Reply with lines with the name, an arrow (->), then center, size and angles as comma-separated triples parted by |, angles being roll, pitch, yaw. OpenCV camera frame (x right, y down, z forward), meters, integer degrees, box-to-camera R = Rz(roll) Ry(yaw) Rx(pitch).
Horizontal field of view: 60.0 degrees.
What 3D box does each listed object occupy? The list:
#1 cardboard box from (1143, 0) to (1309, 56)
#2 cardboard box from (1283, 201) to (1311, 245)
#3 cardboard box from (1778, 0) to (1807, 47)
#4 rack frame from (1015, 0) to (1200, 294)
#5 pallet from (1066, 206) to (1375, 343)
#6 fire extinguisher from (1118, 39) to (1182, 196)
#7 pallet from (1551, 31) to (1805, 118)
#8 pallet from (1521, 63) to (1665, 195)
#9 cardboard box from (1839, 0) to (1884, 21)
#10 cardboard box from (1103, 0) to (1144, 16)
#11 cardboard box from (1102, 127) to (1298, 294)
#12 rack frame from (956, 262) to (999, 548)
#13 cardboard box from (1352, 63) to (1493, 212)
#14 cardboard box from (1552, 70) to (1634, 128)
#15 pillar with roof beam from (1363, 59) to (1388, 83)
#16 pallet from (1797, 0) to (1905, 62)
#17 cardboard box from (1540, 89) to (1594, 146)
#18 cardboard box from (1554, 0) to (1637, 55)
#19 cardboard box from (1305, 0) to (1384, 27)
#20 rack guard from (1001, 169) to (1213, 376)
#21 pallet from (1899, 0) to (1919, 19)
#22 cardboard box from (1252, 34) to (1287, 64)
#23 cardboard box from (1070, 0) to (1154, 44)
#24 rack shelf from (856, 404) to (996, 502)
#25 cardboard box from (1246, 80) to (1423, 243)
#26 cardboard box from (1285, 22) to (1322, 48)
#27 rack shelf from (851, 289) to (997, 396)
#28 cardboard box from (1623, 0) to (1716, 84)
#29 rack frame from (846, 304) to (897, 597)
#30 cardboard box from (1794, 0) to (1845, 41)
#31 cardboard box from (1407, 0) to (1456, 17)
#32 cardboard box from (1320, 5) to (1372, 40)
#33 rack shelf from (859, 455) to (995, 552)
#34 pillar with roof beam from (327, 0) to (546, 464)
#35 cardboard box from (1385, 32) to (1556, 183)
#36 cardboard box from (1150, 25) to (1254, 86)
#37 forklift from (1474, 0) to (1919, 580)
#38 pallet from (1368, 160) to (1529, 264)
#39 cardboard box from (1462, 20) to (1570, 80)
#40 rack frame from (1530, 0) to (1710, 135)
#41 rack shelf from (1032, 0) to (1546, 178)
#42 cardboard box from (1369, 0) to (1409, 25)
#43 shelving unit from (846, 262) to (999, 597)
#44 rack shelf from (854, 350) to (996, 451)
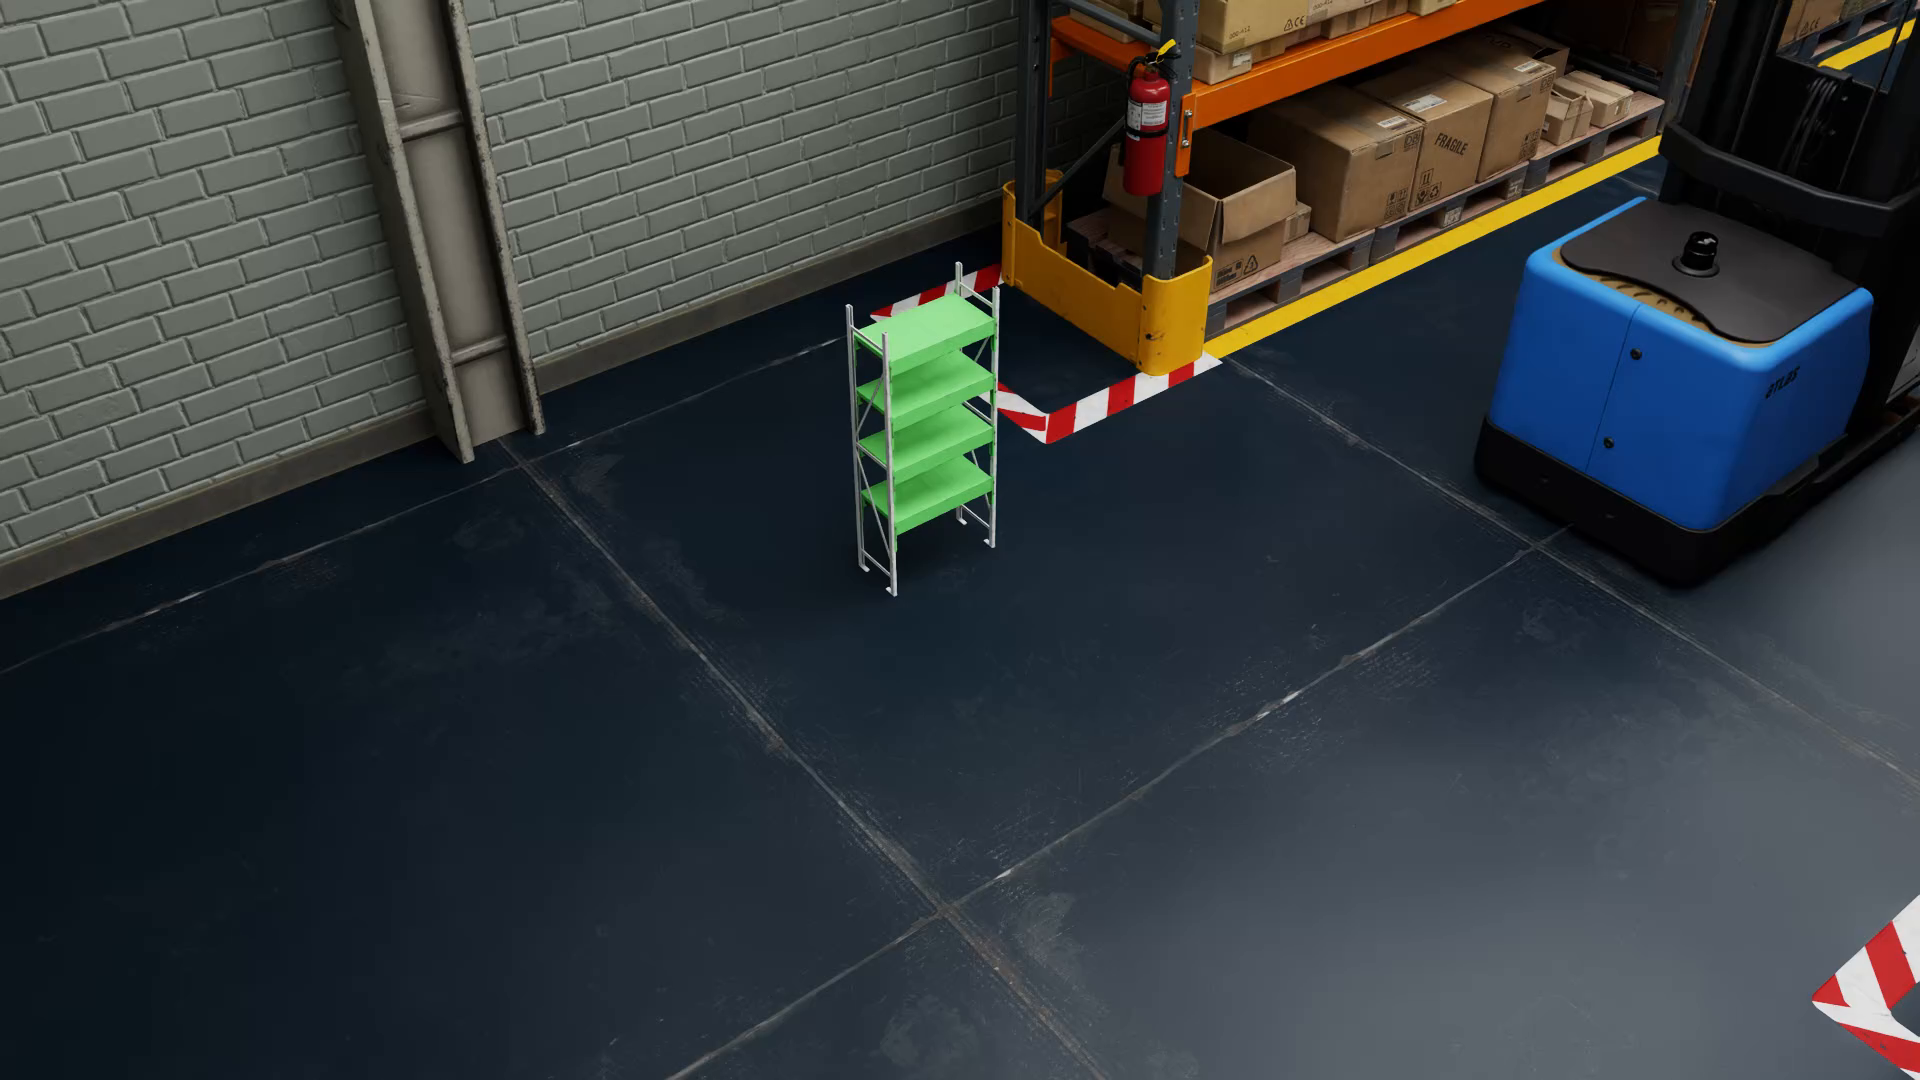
cardboard box -> 1.138, -2.326, 7.103 | 0.500, 0.250, 0.500 | -26, 46, -28
cardboard box -> 1.517, -1.622, 8.279 | 0.250, 0.149, 0.380 | -28, 47, -30
cardboard box -> 4.722, -3.255, 9.993 | 0.500, 0.500, 0.500 | -27, 46, -29
rack frame -> 0.614, -2.229, 7.102 | 0.127, 3.000, 1.000 | -26, 46, -28
pallet -> 1.305, -1.488, 8.398 | 1.213, 0.211, 1.003 | -26, 46, -28
fire extinguisher -> 0.779, -1.765, 6.892 | 0.183, 0.674, 0.296 | -26, 46, -28
pallet -> 4.407, -3.030, 10.277 | 1.213, 0.211, 1.003 | -26, 46, -28
pallet -> 3.240, -2.431, 9.548 | 1.213, 0.211, 1.003 | -26, 46, -28
cardboard box -> 5.535, -3.643, 10.466 | 0.500, 0.500, 0.500 | -28, 47, -30
cardboard box -> 0.817, -2.597, 7.434 | 0.500, 0.250, 0.500 | -25, 45, -27
cardboard box -> 1.156, -1.615, 7.990 | 0.637, 0.503, 0.797 | -28, 47, -30
rack frame -> 0.062, -0.494, 6.406 | 0.015, 1.200, 0.240 | -26, 46, -28
cardboard box -> 2.338, -2.078, 8.558 | 0.500, 0.500, 0.500 | -25, 46, -27
cardboard box -> 3.522, -2.472, 9.315 | 0.250, 0.149, 0.380 | -27, 47, -29
pillar with roof beam -> 5.307, -4.113, 4.669 | 0.400, 9.000, 9.100 | -26, 46, -28
pallet -> 5.375, -3.504, 10.855 | 1.213, 0.211, 1.003 | -26, 46, -28
cardboard box -> 3.239, -2.379, 9.109 | 0.258, 0.266, 0.396 | -24, 45, -27
cardboard box -> 3.994, -3.309, 10.058 | 0.500, 0.500, 0.500 | -26, 46, -28
cardboard box -> 1.537, -2.520, 7.341 | 0.500, 0.250, 0.500 | -25, 46, -28
rack guard -> 0.674, -1.292, 7.930 | 0.348, 0.500, 1.175 | -26, 46, -28
pallet -> 6.342, -3.973, 11.426 | 1.213, 0.211, 1.003 | -26, 46, -28
cardboard box -> 1.215, -2.242, 7.316 | 0.250, 0.149, 0.380 | -25, 45, -27
cardboard box -> 0.713, -2.395, 7.502 | 0.250, 0.149, 0.380 | -27, 46, -29
rack shelf -> -0.131, -0.350, 6.332 | 0.480, 0.148, 0.258 | -26, 46, -28
cardboard box -> 1.858, -1.924, 8.370 | 0.500, 0.500, 0.700 | -24, 45, -26
cardboard box -> 1.402, -2.361, 7.461 | 0.250, 0.149, 0.380 | -27, 46, -29
rack shelf -> -0.131, -0.722, 6.028 | 0.480, 0.148, 0.258 | -26, 46, -28
cardboard box -> 4.306, -3.044, 9.736 | 0.500, 0.500, 0.500 | -24, 45, -26
rack frame -> -0.325, -0.306, 6.176 | 0.015, 1.200, 0.240 | -26, 46, -28
cardboard box -> 5.120, -3.446, 10.225 | 0.500, 0.500, 0.500 | -27, 47, -29
cardboard box -> 2.093, -2.593, 7.744 | 0.250, 0.149, 0.380 | -27, 47, -29
cardboard box -> 1.640, -2.428, 7.543 | 0.250, 0.149, 0.380 | -25, 45, -27
rack shelf -> -0.131, -0.165, 6.484 | 0.480, 0.148, 0.258 | -26, 46, -28
pillar with roof beam -> 0.550, -1.794, 1.842 | 0.400, 9.000, 9.100 | -26, 46, -28
cardboard box -> 2.681, -2.325, 8.859 | 0.500, 0.500, 0.700 | -28, 47, -30
cardboard box -> 1.041, -2.121, 7.168 | 0.250, 0.149, 0.380 | -26, 46, -28
forklift -> 3.630, -1.760, 6.585 | 3.031, 2.935, 1.130 | -28, 47, -30
pallet -> 2.272, -1.957, 8.970 | 1.213, 0.211, 1.003 | -26, 46, -28
cardboard box -> 3.117, -2.761, 9.539 | 0.500, 0.311, 0.500 | -24, 45, -27
rack frame -> 3.785, -3.775, 8.986 | 0.127, 3.000, 1.000 | -26, 46, -28
rack shelf -> 2.199, -2.723, 8.272 | 4.000, 0.370, 1.077 | -26, 46, -28
cardboard box -> 1.847, -2.534, 7.671 | 0.250, 0.149, 0.380 | -25, 46, -27
shelving unit -> -0.131, -0.400, 6.291 | 0.503, 1.200, 0.258 | -26, 46, -28
rack shelf -> -0.131, -0.536, 6.180 | 0.480, 0.148, 0.258 | -26, 46, -28
